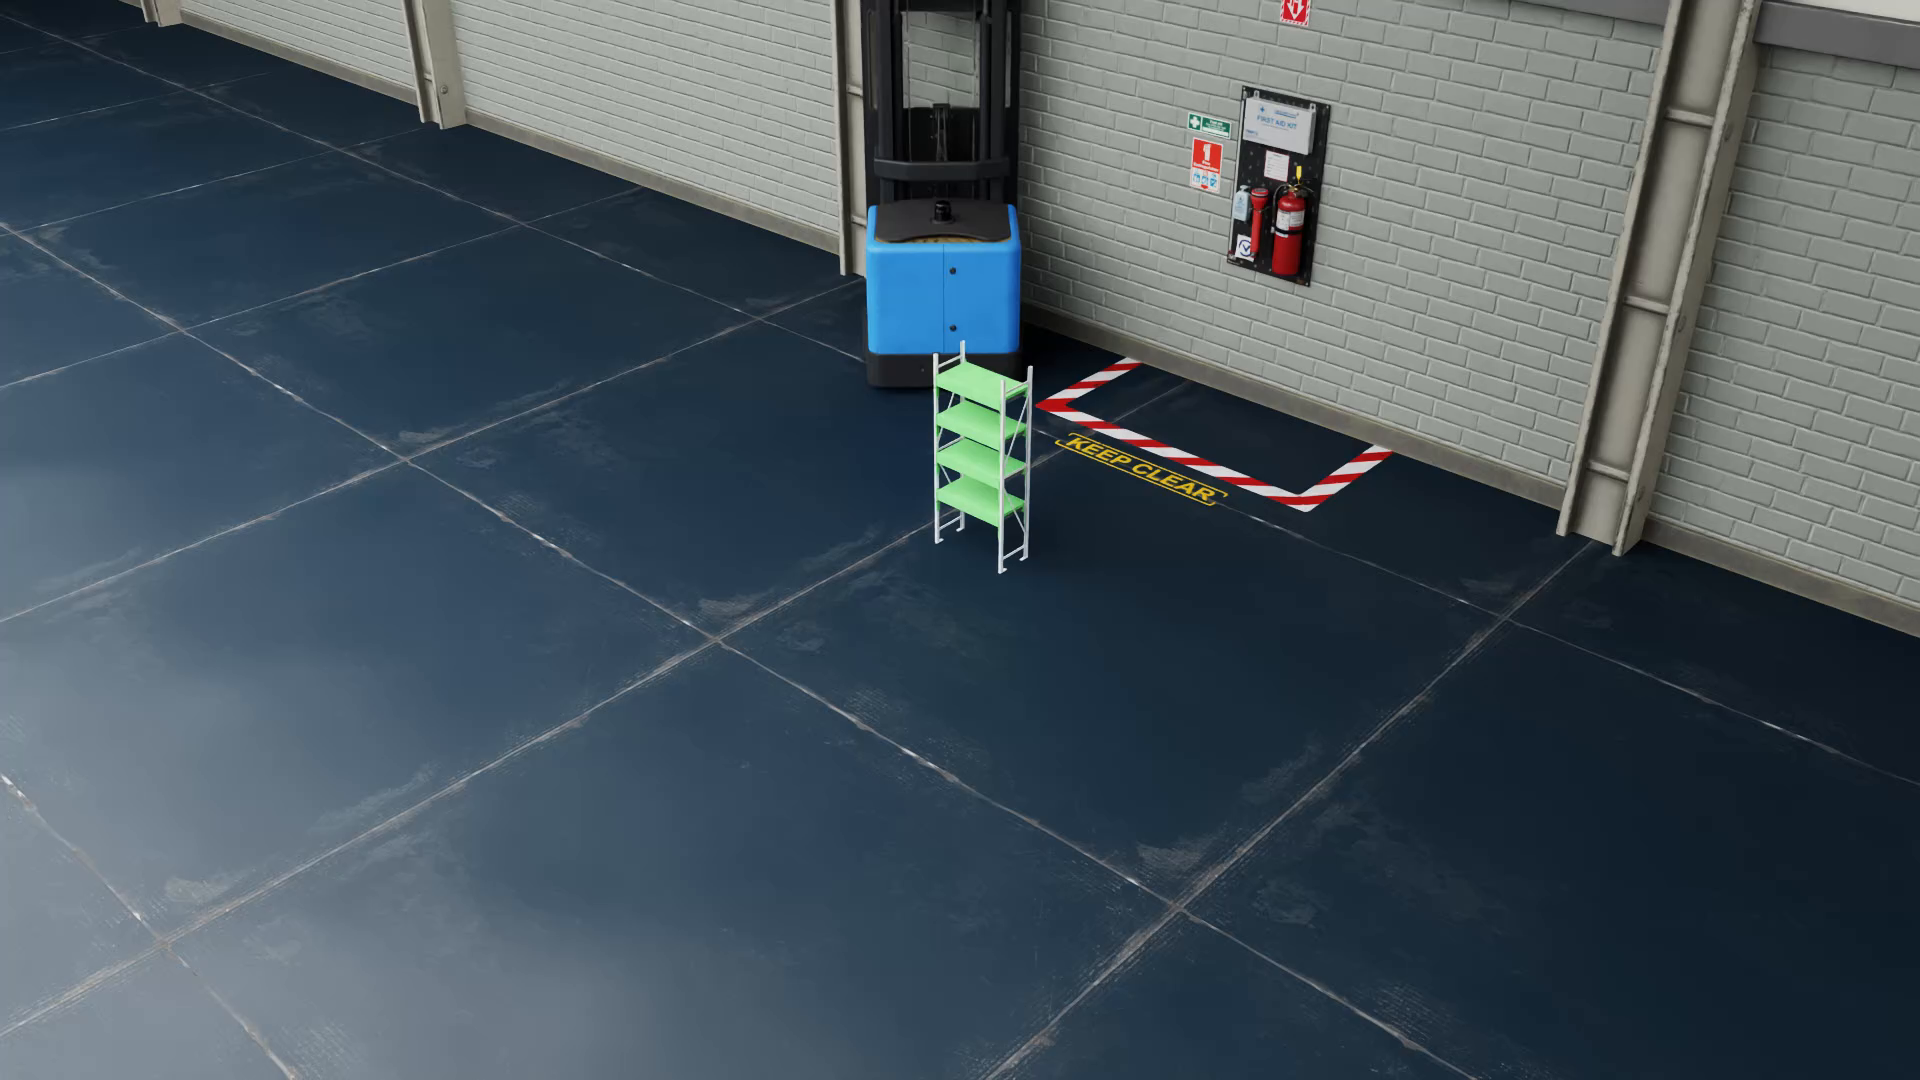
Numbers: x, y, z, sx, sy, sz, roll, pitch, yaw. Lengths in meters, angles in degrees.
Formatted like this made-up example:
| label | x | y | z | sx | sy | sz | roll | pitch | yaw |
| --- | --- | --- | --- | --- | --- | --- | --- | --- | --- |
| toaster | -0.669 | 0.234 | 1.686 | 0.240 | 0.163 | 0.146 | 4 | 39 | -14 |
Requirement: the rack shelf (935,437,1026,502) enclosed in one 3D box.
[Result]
| label | x | y | z | sx | sy | sz | roll | pitch | yaw |
| --- | --- | --- | --- | --- | --- | --- | --- | --- | --- |
| rack shelf | 0.123 | -0.402 | 9.323 | 0.480 | 0.148 | 0.258 | 25 | 39 | 35 |

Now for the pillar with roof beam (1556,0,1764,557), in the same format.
| label | x | y | z | sx | sy | sz | roll | pitch | yaw |
| --- | --- | --- | --- | --- | --- | --- | --- | --- | --- |
| pillar with roof beam | 0.856 | -2.239 | 4.688 | 0.400 | 9.000 | 9.100 | 25 | 39 | 35 |

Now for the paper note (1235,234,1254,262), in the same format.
| label | x | y | z | sx | sy | sz | roll | pitch | yaw |
| --- | --- | --- | --- | --- | --- | --- | --- | --- | --- |
| paper note | 1.853 | -1.895 | 10.788 | 0.142 | 0.148 | 0.016 | 25 | 39 | 35 |

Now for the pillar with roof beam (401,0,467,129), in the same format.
| label | x | y | z | sx | sy | sz | roll | pitch | yaw |
| --- | --- | --- | --- | --- | --- | --- | --- | --- | --- |
| pillar with roof beam | -8.041 | -6.392 | 11.587 | 0.400 | 9.000 | 9.100 | 25 | 39 | 35 |

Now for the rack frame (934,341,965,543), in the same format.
| label | x | y | z | sx | sy | sz | roll | pitch | yaw |
| --- | --- | --- | --- | --- | --- | --- | --- | --- | --- |
| rack frame | -0.058 | -0.541 | 9.430 | 0.015 | 1.200 | 0.240 | 25 | 39 | 35 |

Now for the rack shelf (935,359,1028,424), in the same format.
| label | x | y | z | sx | sy | sz | roll | pitch | yaw |
| --- | --- | --- | --- | --- | --- | --- | --- | --- | --- |
| rack shelf | 0.123 | -0.813 | 9.075 | 0.480 | 0.148 | 0.258 | 25 | 39 | 35 |

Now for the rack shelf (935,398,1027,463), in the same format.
| label | x | y | z | sx | sy | sz | roll | pitch | yaw |
| --- | --- | --- | --- | --- | --- | --- | --- | --- | --- |
| rack shelf | 0.123 | -0.608 | 9.199 | 0.480 | 0.148 | 0.258 | 25 | 39 | 35 |

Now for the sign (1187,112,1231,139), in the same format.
| label | x | y | z | sx | sy | sz | roll | pitch | yaw |
| --- | --- | --- | --- | --- | --- | --- | --- | --- | --- |
| sign | 1.595 | -2.653 | 10.644 | 0.331 | 0.109 | 0.001 | 25 | 39 | 35 |

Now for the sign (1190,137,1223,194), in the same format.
| label | x | y | z | sx | sy | sz | roll | pitch | yaw |
| --- | --- | --- | --- | --- | --- | --- | --- | --- | --- |
| sign | 1.597 | -2.430 | 10.789 | 0.234 | 0.329 | 0.001 | 25 | 39 | 35 |

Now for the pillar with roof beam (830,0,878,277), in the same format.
| label | x | y | z | sx | sy | sz | roll | pitch | yaw |
| --- | --- | --- | --- | --- | --- | --- | --- | --- | --- |
| pillar with roof beam | -3.593 | -4.315 | 8.137 | 0.400 | 9.000 | 9.100 | 25 | 39 | 35 |

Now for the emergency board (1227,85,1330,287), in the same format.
| label | x | y | z | sx | sy | sz | roll | pitch | yaw |
| --- | --- | --- | --- | --- | --- | --- | --- | --- | --- |
| emergency board | 1.938 | -2.184 | 10.415 | 0.643 | 1.169 | 0.194 | 25 | 39 | 35 |

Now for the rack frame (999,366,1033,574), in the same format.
| label | x | y | z | sx | sy | sz | roll | pitch | yaw |
| --- | --- | --- | --- | --- | --- | --- | --- | --- | --- |
| rack frame | 0.304 | -0.372 | 9.150 | 0.015 | 1.200 | 0.240 | 25 | 39 | 35 |

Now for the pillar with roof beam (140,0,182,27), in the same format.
| label | x | y | z | sx | sy | sz | roll | pitch | yaw |
| --- | --- | --- | --- | --- | --- | --- | --- | --- | --- |
| pillar with roof beam | -12.490 | -8.468 | 15.036 | 0.400 | 9.000 | 9.100 | 25 | 39 | 35 |

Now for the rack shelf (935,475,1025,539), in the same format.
| label | x | y | z | sx | sy | sz | roll | pitch | yaw |
| --- | --- | --- | --- | --- | --- | --- | --- | --- | --- |
| rack shelf | 0.123 | -0.196 | 9.447 | 0.480 | 0.148 | 0.258 | 25 | 39 | 35 |

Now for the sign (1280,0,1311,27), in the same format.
| label | x | y | z | sx | sy | sz | roll | pitch | yaw |
| --- | --- | --- | --- | --- | --- | --- | --- | --- | --- |
| sign | 1.999 | -3.218 | 9.885 | 0.199 | 0.298 | 0.001 | 25 | 39 | 35 |

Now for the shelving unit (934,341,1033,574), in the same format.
| label | x | y | z | sx | sy | sz | roll | pitch | yaw |
| --- | --- | --- | --- | --- | --- | --- | --- | --- | --- |
| shelving unit | 0.123 | -0.457 | 9.290 | 0.503 | 1.200 | 0.258 | 25 | 39 | 35 |

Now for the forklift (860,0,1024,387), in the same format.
| label | x | y | z | sx | sy | sz | roll | pitch | yaw |
| --- | --- | --- | --- | --- | --- | --- | --- | --- | --- |
| forklift | -0.137 | -3.015 | 11.861 | 1.130 | 2.935 | 3.031 | -1 | 31 | -1 |
